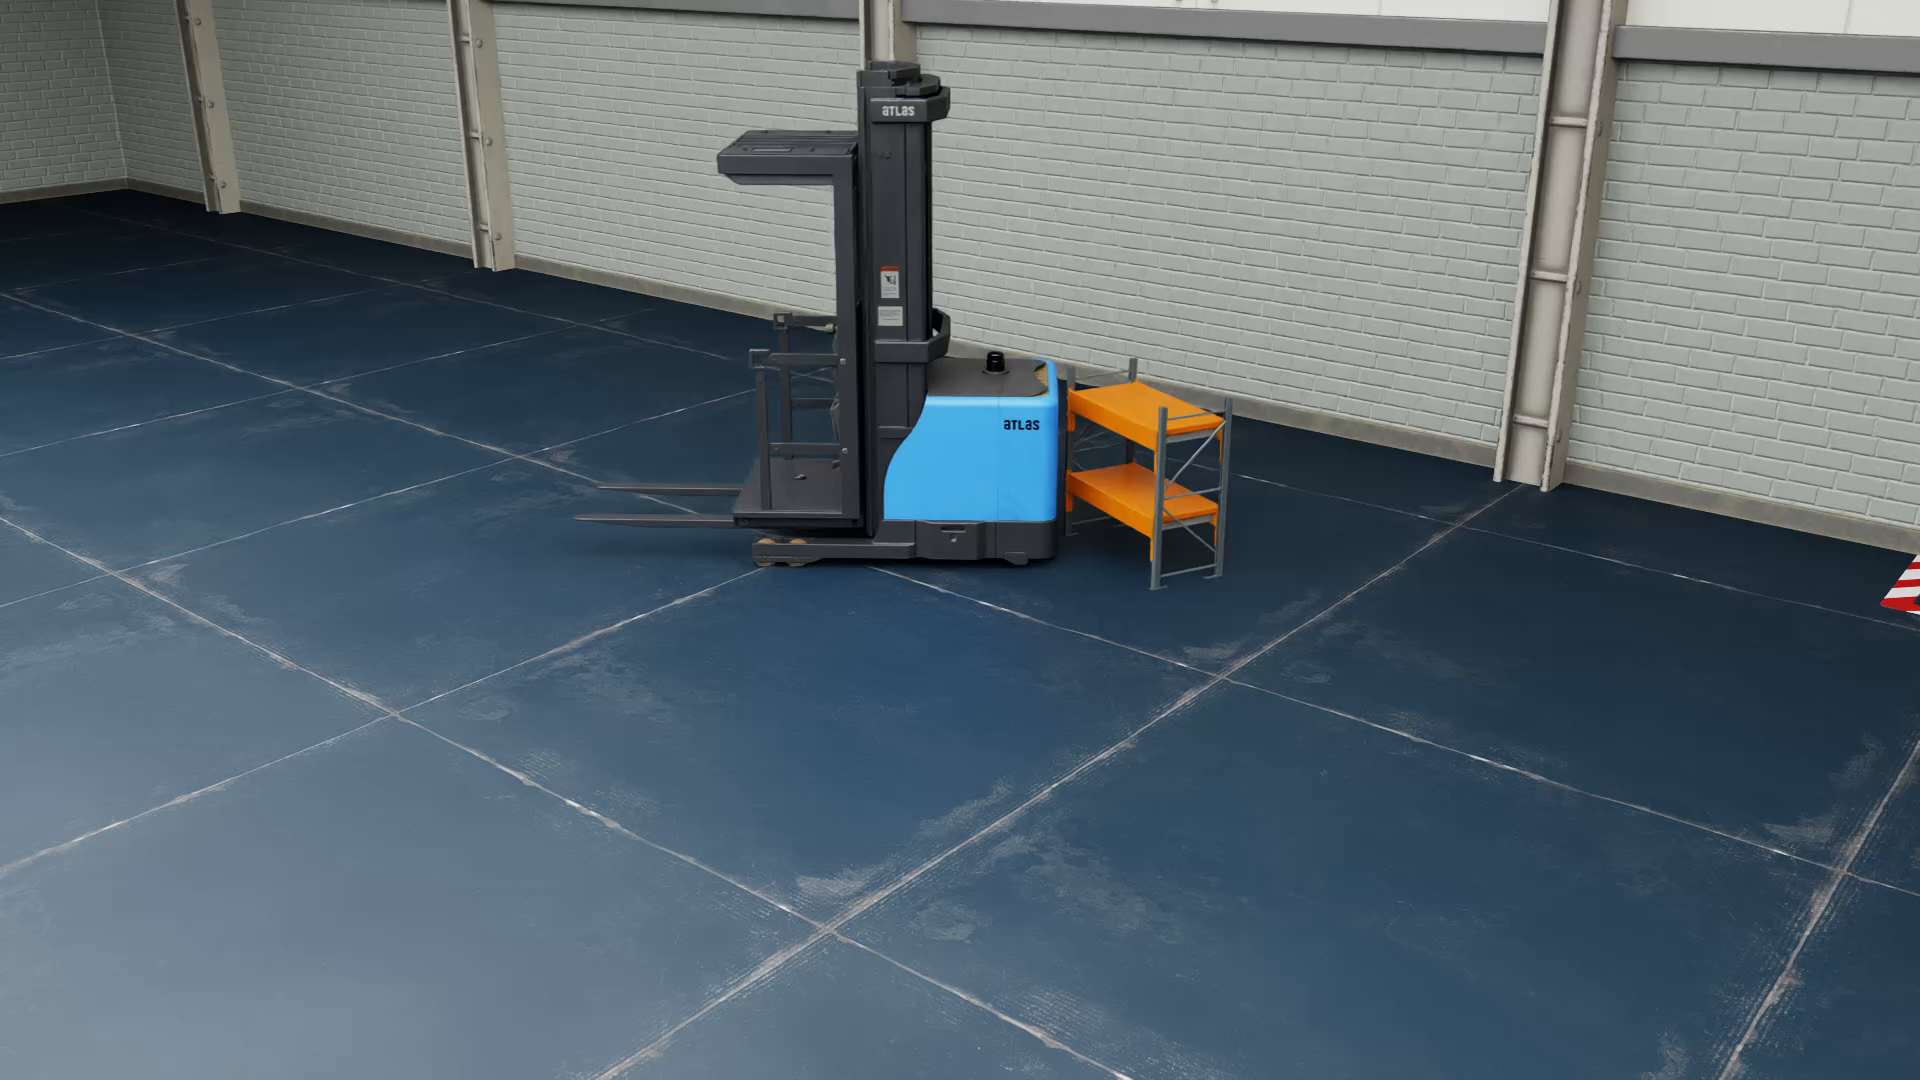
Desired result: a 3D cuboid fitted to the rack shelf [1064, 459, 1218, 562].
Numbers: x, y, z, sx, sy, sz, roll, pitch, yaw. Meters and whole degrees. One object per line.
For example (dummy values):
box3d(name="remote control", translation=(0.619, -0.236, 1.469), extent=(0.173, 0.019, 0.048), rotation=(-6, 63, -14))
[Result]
box3d(name="rack shelf", translation=(1.129, -0.199, 10.295), extent=(0.538, 0.278, 1.000), rotation=(-10, 23, -25))

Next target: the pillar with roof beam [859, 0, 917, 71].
box3d(name="pillar with roof beam", translation=(-3.344, -4.792, 10.623), extent=(0.400, 9.000, 9.100), rotation=(16, 26, 36))

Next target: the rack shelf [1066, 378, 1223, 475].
box3d(name="rack shelf", translation=(1.129, -0.702, 10.106), extent=(0.538, 0.278, 1.000), rotation=(-10, 23, -25))

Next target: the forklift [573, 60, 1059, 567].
box3d(name="forklift", translation=(-0.895, -1.392, 10.206), extent=(3.031, 2.935, 1.130), rotation=(1, 21, 2))

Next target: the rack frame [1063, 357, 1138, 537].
box3d(name="rack frame", translation=(0.896, -0.587, 10.632), extent=(0.500, 1.125, 0.032), rotation=(-10, 23, -25))

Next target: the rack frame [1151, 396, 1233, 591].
box3d(name="rack frame", translation=(1.363, -0.269, 9.786), extent=(0.500, 1.125, 0.032), rotation=(-10, 23, -25))

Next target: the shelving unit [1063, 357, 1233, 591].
box3d(name="shelving unit", translation=(1.129, -0.428, 10.209), extent=(0.538, 1.125, 1.048), rotation=(-10, 23, -25))

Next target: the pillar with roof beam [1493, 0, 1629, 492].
box3d(name="pillar with roof beam", translation=(1.305, -3.454, 7.074), extent=(0.400, 9.000, 9.100), rotation=(16, 26, 36))

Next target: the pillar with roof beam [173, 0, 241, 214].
box3d(name="pillar with roof beam", translation=(-12.640, -7.470, 17.723), extent=(0.400, 9.000, 9.100), rotation=(16, 26, 36))

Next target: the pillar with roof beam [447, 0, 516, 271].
box3d(name="pillar with roof beam", translation=(-7.992, -6.131, 14.173), extent=(0.400, 9.000, 9.100), rotation=(16, 26, 36))
